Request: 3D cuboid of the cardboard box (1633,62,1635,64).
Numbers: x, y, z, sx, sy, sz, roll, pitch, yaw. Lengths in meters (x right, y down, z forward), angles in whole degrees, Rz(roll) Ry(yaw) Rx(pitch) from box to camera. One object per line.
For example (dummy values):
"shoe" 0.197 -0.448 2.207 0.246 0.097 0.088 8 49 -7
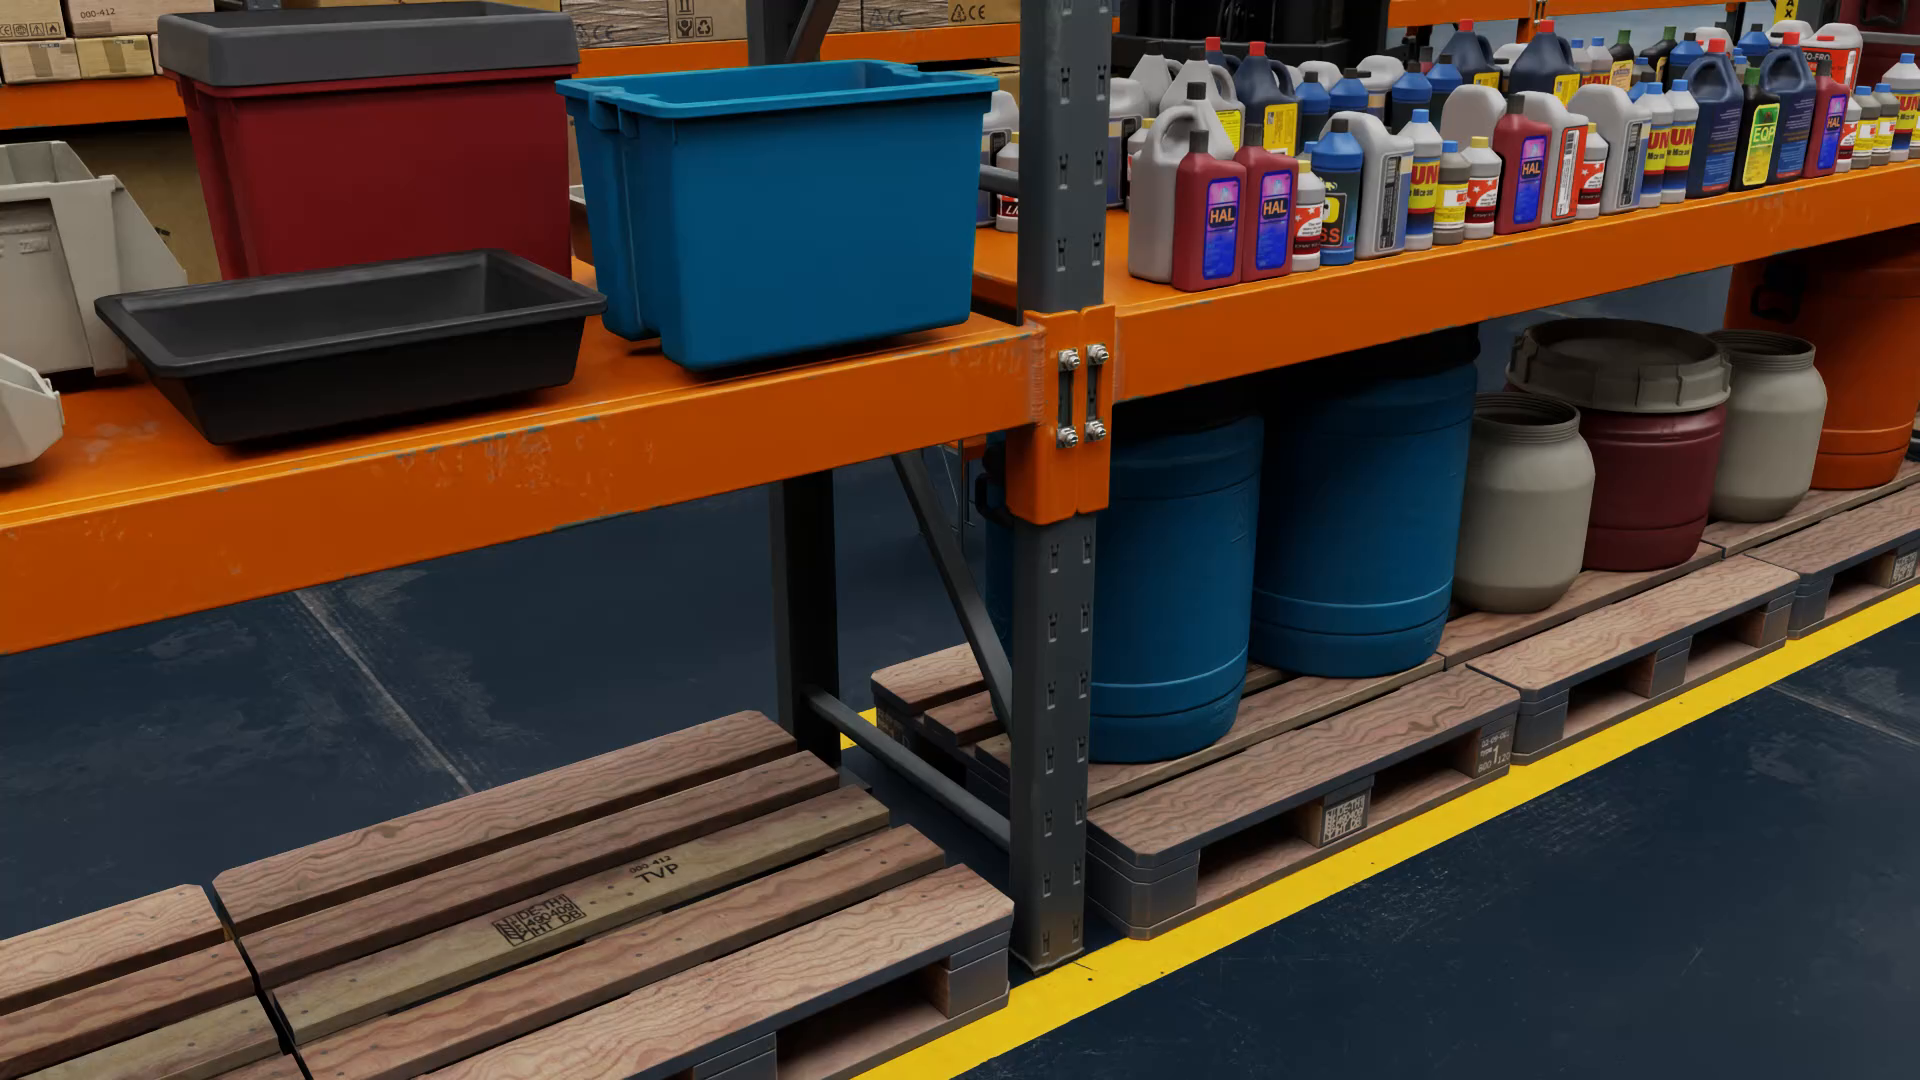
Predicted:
"cardboard box" 4.773 -3.316 12.465 0.500 0.500 0.500 -18 28 -37

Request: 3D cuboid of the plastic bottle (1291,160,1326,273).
"plastic bottle" 0.643 -0.620 3.170 0.097 0.201 0.097 0 22 0

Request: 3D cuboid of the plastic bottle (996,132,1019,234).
"plastic bottle" 0.124 -0.758 3.517 0.097 0.201 0.097 0 22 0

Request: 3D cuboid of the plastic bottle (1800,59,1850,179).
"plastic bottle" 2.145 -1.050 4.137 0.133 0.283 0.061 -15 26 -33

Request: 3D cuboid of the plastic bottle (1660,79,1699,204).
"plastic bottle" 1.633 -0.916 3.818 0.097 0.271 0.097 0 22 0

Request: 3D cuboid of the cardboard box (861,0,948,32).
"cardboard box" -0.404 -2.816 8.272 0.500 0.500 0.500 -15 26 -33

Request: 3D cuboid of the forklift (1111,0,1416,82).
"forklift" 1.369 -2.267 7.122 1.130 2.935 3.031 13 25 29

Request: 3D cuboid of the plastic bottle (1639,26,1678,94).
"plastic bottle" 2.101 -1.401 5.018 0.133 0.283 0.061 -15 26 -33

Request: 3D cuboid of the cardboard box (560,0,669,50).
"cardboard box" -1.654 -2.480 7.428 0.500 0.500 0.500 -16 27 -34

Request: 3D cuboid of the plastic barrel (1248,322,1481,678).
"plastic barrel" 0.932 -0.188 4.084 0.708 0.901 0.600 -15 26 -33

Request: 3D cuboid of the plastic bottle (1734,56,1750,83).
"plastic bottle" 2.325 -1.345 4.988 0.097 0.201 0.097 0 22 0

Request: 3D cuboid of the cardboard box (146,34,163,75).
"cardboard box" -3.044 -1.910 6.475 0.250 0.149 0.380 -15 26 -33

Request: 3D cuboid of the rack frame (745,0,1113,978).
"rack frame" -0.095 -0.701 3.107 0.127 3.000 1.000 -15 26 -33

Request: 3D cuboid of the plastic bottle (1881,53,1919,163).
"plastic bottle" 2.465 -1.138 4.374 0.097 0.271 0.097 0 22 0

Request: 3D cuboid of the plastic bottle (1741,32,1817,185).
"plastic bottle" 1.992 -1.059 4.070 0.185 0.351 0.144 -15 26 -33

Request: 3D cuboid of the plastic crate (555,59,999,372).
"plastic crate" -0.274 -0.518 2.588 0.575 0.384 0.392 -15 26 -33

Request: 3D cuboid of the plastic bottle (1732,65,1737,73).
"plastic bottle" 1.851 -0.999 4.010 0.133 0.283 0.061 -15 26 -33

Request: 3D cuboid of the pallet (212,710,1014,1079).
"pallet" -0.669 0.765 3.196 1.213 0.211 1.003 -15 26 -33

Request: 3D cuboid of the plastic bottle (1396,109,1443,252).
"plastic bottle" 0.911 -0.723 3.335 0.097 0.271 0.097 0 22 0

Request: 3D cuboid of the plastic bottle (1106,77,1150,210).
"plastic bottle" 0.333 -0.905 3.786 0.135 0.276 0.152 -15 26 -33

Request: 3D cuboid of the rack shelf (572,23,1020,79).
"rack shelf" -1.364 -2.290 8.059 4.000 0.370 1.077 -15 26 -33

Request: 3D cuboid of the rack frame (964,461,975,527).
"rack frame" 0.086 -0.580 5.231 0.006 1.200 0.240 -15 26 -33

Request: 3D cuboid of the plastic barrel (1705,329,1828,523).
"plastic barrel" 2.359 -0.347 5.008 0.421 0.512 0.421 0 22 0

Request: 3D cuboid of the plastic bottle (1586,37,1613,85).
"plastic bottle" 1.831 -1.315 4.819 0.097 0.271 0.097 0 22 0

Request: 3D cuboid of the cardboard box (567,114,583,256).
"cardboard box" -1.755 -1.738 8.005 0.875 0.875 1.225 -16 27 -35

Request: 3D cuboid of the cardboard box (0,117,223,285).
"cardboard box" -3.570 -1.281 6.859 0.875 0.875 0.875 -15 26 -33

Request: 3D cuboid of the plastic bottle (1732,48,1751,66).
"plastic bottle" 2.423 -1.441 5.227 0.097 0.201 0.097 0 22 0

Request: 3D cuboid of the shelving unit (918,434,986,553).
"shelving unit" 0.012 -0.560 5.182 0.189 1.200 0.258 -15 26 -33

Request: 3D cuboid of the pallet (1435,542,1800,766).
"pallet" 1.547 0.174 4.676 1.213 0.211 1.003 -15 26 -33

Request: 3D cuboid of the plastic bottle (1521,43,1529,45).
"plastic bottle" 1.565 -1.244 4.641 0.097 0.271 0.097 0 22 0

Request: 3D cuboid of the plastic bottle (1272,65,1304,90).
"plastic bottle" 0.742 -1.015 4.059 0.135 0.276 0.152 -15 26 -33

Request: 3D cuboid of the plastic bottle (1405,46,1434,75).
"plastic bottle" 1.201 -1.161 4.416 0.133 0.283 0.061 -15 26 -33

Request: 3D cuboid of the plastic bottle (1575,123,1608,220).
"plastic bottle" 1.365 -0.812 3.652 0.097 0.201 0.097 0 22 0

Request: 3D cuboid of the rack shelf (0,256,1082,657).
"rack shelf" -1.718 0.066 2.155 4.000 0.370 1.077 -15 26 -33

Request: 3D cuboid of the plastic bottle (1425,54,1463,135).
"plastic bottle" 1.262 -1.136 4.369 0.097 0.271 0.097 0 22 0

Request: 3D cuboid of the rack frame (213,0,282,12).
"rack frame" -2.987 -2.192 6.841 0.127 3.000 1.000 -15 26 -33

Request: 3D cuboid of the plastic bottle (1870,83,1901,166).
"plastic bottle" 2.386 -1.084 4.334 0.097 0.201 0.097 0 22 0

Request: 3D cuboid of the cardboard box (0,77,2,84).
"cardboard box" -3.670 -1.743 6.057 0.250 0.149 0.380 -14 26 -32

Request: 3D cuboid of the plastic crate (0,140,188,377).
"plastic crate" -1.442 -0.399 2.428 0.530 0.282 0.437 -15 26 -33

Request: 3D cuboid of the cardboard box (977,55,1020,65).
"cardboard box" 0.241 -4.426 14.909 0.750 0.750 1.050 -15 26 -33

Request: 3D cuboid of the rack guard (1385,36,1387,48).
"rack guard" 3.958 -5.147 17.621 0.348 0.500 1.175 -15 26 -33

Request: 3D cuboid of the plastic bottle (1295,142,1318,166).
"plastic bottle" 0.713 -0.707 3.390 0.097 0.201 0.097 0 22 0

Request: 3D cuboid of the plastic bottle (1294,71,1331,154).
"plastic bottle" 0.830 -0.979 3.976 0.097 0.271 0.097 0 22 0
